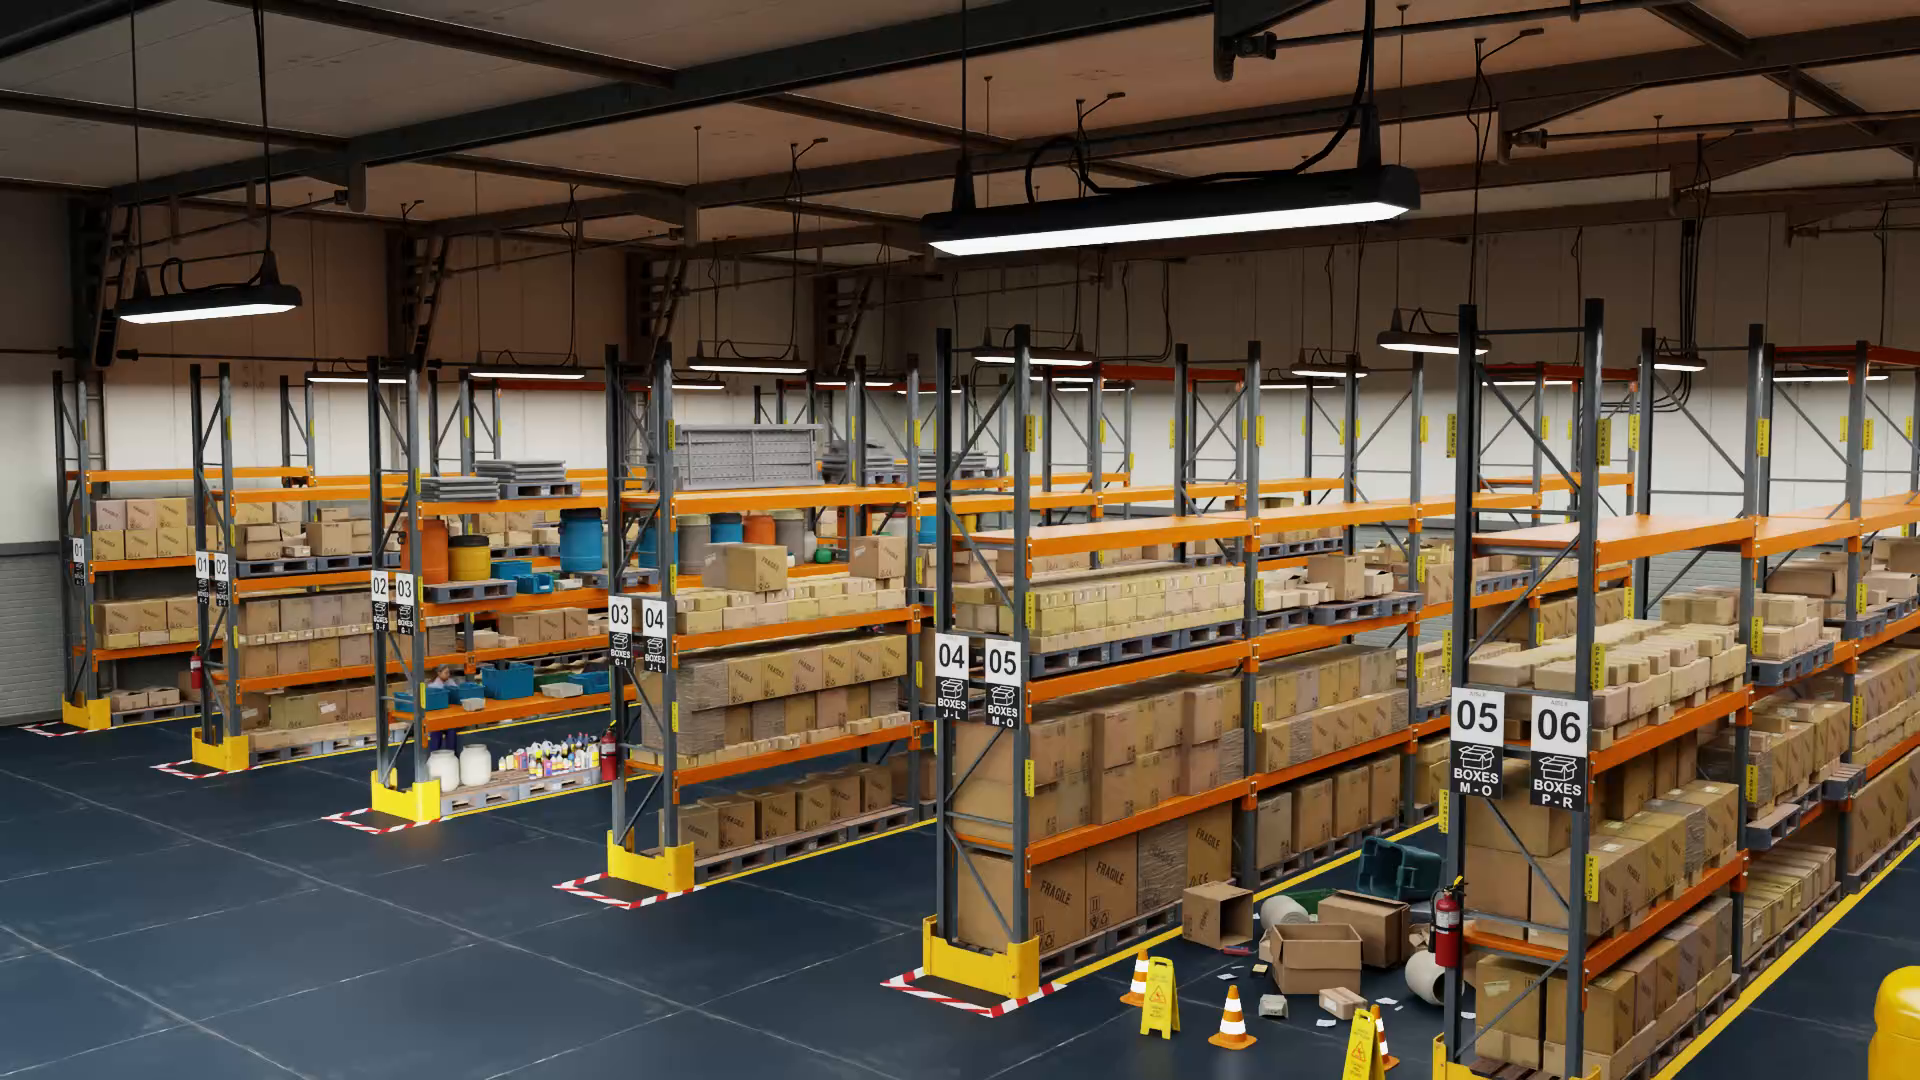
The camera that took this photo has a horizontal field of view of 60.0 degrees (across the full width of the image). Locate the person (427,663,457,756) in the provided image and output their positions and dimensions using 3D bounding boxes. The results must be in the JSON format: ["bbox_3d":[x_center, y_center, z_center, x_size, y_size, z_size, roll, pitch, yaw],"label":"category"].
[{"bbox_3d":[-7.467,2.659,24.044,0.397,1.555,0.495,4,5,41],"label":"person"}]
